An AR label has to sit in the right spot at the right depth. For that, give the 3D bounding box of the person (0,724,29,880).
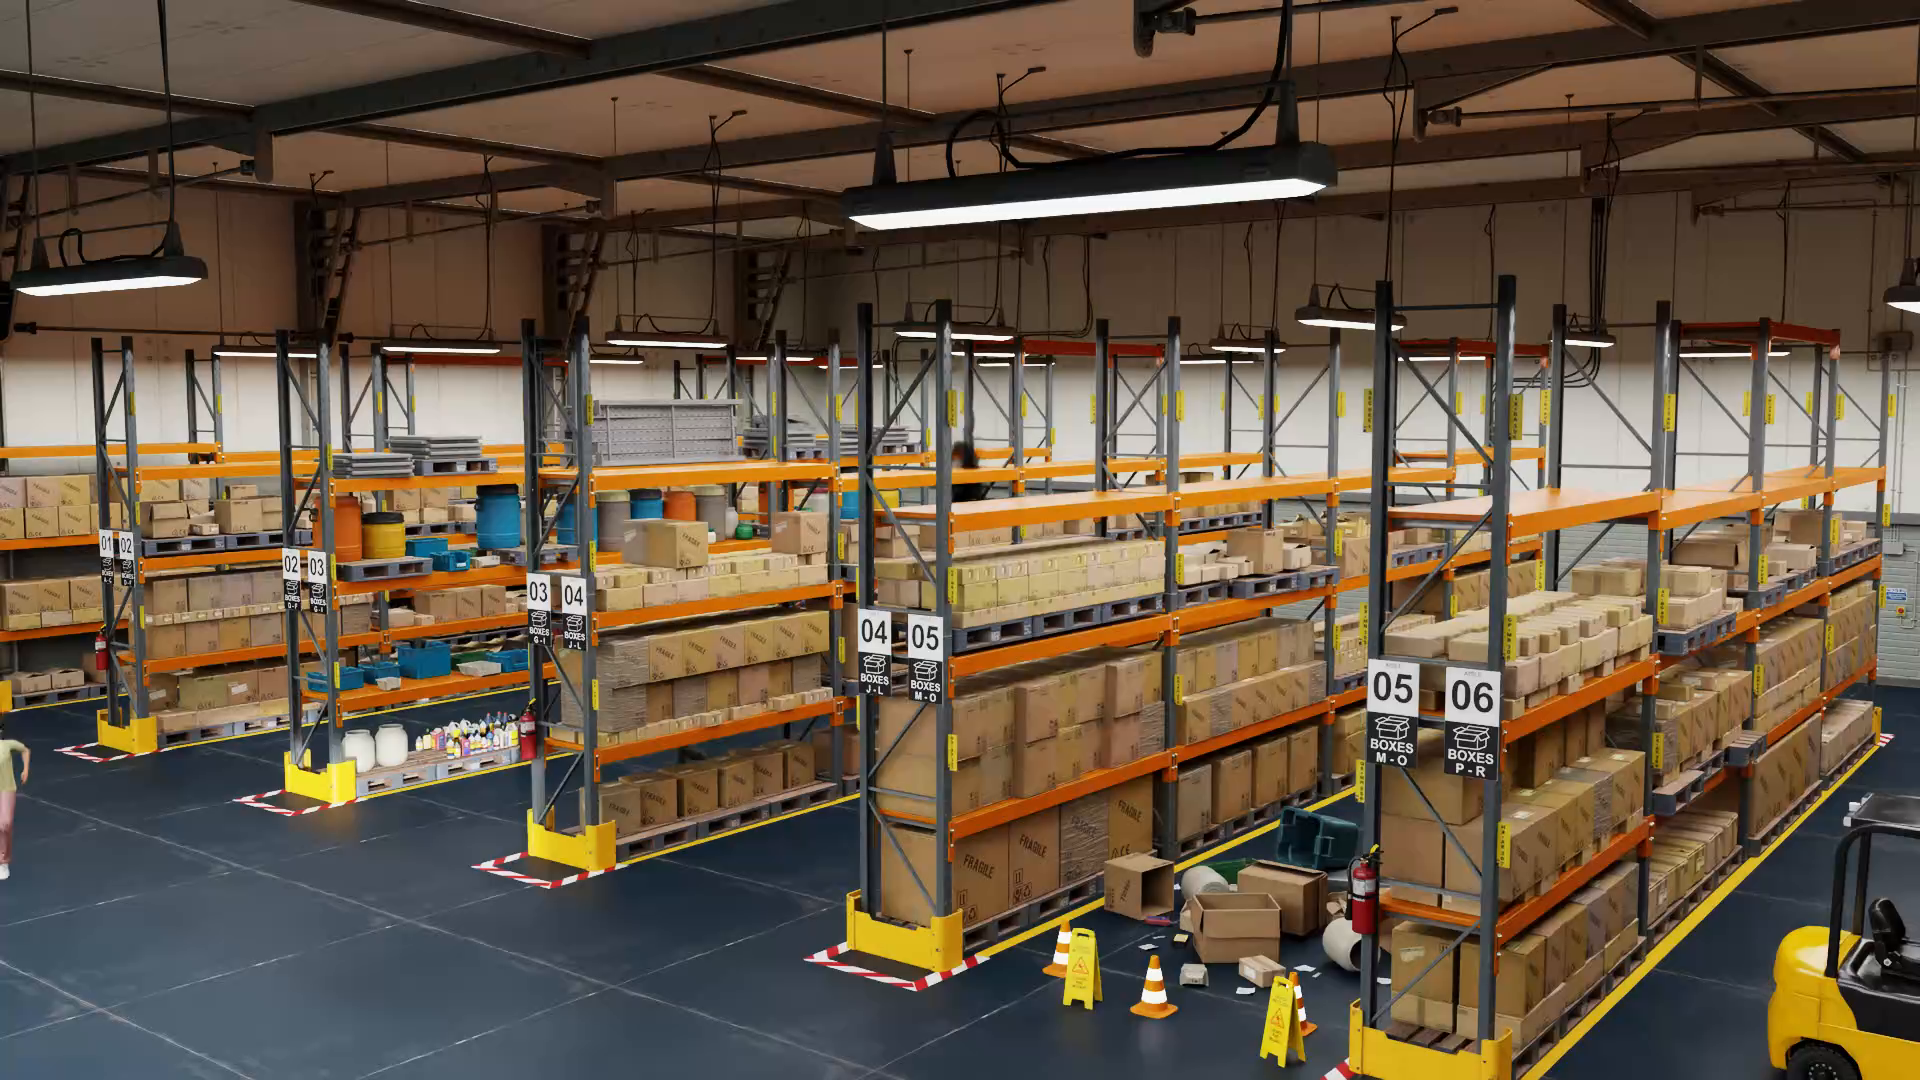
[{"bbox_3d":[-10.417,2.770,18.021,0.580,1.711,0.862,-2,5,-23],"label":"person"}]

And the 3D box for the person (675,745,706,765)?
[{"bbox_3d":[-3.619,2.443,22.009,0.579,1.659,0.859,3,6,31],"label":"person"}]

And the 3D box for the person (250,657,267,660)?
[{"bbox_3d":[-11.813,1.853,27.997,0.661,1.746,0.572,3,6,34],"label":"person"}]
